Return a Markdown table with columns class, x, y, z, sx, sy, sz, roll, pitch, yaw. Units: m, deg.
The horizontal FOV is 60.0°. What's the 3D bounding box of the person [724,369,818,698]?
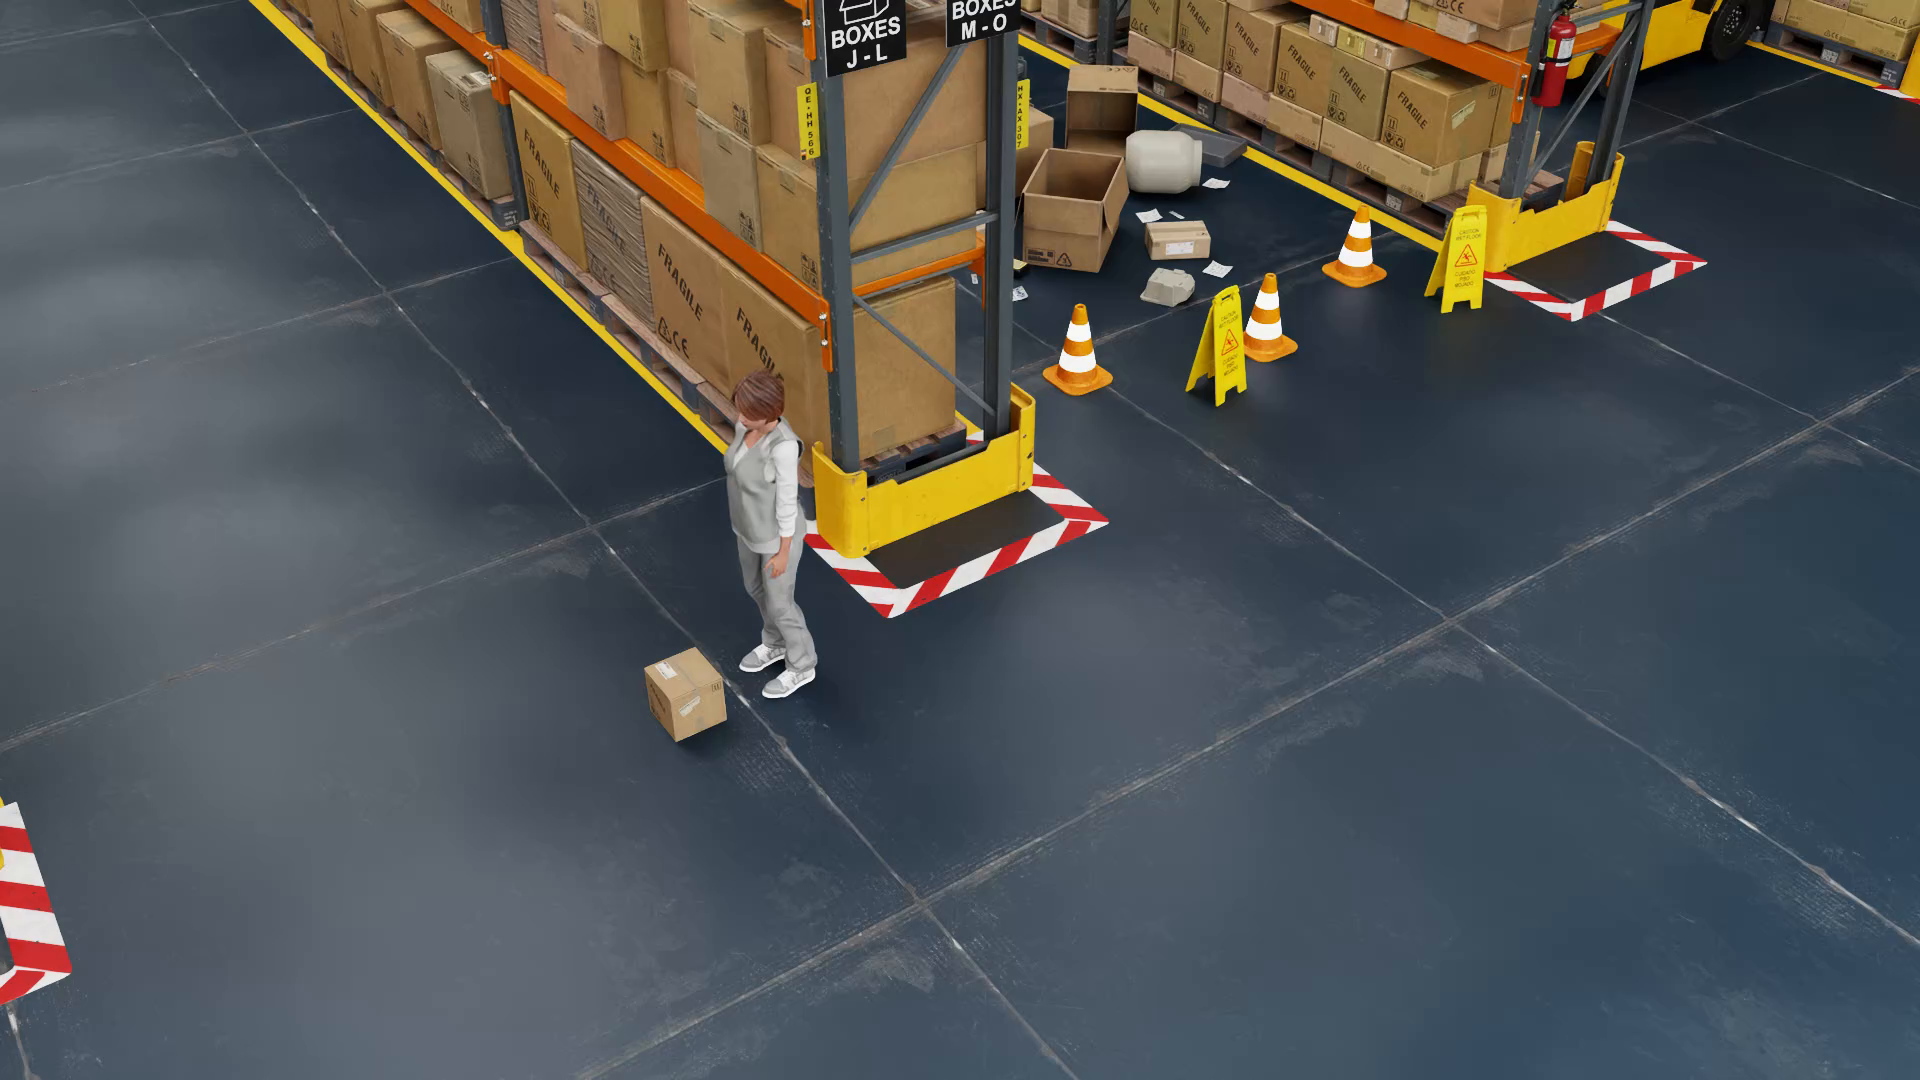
| class | x | y | z | sx | sy | sz | roll | pitch | yaw |
| --- | --- | --- | --- | --- | --- | --- | --- | --- | --- |
| person | -0.800 | -0.017 | 7.040 | 0.301 | 1.592 | 0.407 | -22 | 42 | -27 |
